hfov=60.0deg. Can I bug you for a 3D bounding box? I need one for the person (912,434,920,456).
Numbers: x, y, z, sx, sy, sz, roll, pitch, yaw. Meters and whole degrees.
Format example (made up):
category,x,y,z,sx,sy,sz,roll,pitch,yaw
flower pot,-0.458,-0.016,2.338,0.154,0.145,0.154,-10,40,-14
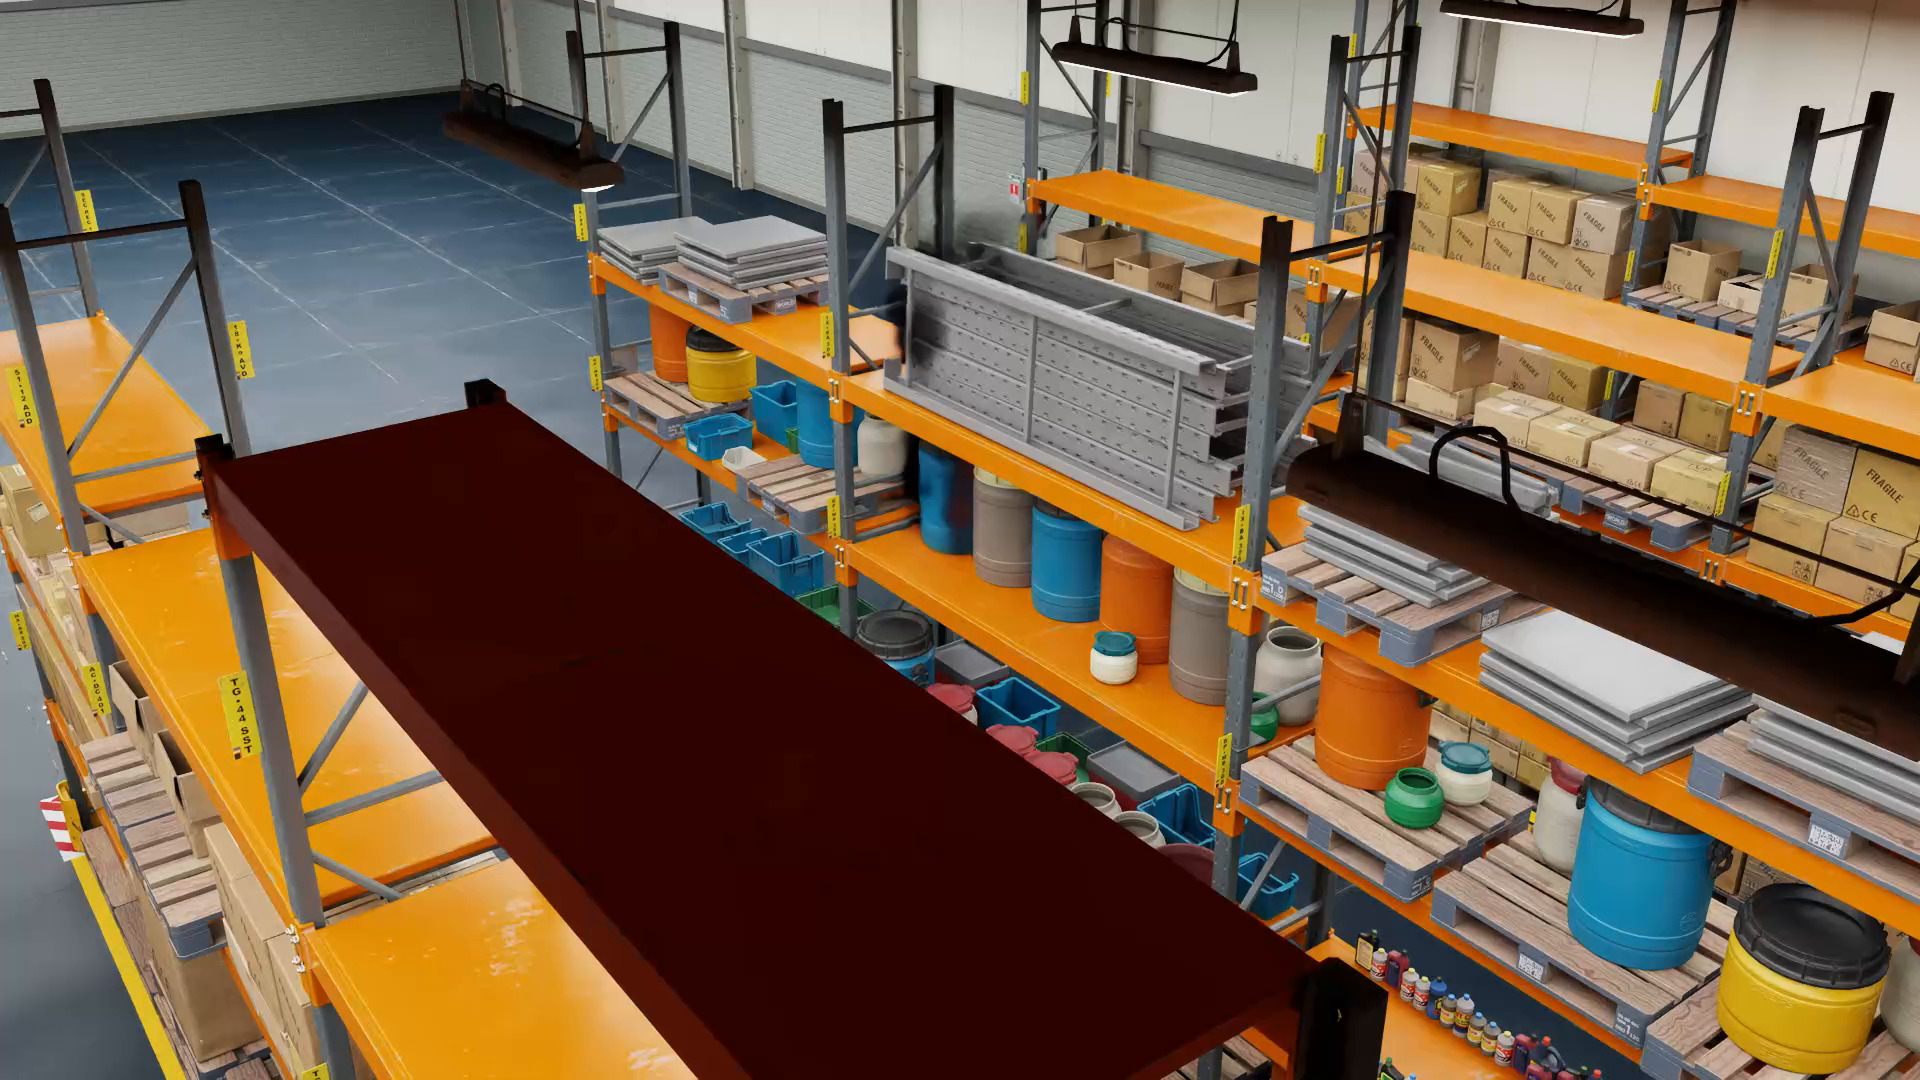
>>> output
category,x,y,z,sx,sy,sz,roll,pitch,yaw
person,-0.555,-1.419,20.055,0.854,1.695,0.583,-4,25,-8
